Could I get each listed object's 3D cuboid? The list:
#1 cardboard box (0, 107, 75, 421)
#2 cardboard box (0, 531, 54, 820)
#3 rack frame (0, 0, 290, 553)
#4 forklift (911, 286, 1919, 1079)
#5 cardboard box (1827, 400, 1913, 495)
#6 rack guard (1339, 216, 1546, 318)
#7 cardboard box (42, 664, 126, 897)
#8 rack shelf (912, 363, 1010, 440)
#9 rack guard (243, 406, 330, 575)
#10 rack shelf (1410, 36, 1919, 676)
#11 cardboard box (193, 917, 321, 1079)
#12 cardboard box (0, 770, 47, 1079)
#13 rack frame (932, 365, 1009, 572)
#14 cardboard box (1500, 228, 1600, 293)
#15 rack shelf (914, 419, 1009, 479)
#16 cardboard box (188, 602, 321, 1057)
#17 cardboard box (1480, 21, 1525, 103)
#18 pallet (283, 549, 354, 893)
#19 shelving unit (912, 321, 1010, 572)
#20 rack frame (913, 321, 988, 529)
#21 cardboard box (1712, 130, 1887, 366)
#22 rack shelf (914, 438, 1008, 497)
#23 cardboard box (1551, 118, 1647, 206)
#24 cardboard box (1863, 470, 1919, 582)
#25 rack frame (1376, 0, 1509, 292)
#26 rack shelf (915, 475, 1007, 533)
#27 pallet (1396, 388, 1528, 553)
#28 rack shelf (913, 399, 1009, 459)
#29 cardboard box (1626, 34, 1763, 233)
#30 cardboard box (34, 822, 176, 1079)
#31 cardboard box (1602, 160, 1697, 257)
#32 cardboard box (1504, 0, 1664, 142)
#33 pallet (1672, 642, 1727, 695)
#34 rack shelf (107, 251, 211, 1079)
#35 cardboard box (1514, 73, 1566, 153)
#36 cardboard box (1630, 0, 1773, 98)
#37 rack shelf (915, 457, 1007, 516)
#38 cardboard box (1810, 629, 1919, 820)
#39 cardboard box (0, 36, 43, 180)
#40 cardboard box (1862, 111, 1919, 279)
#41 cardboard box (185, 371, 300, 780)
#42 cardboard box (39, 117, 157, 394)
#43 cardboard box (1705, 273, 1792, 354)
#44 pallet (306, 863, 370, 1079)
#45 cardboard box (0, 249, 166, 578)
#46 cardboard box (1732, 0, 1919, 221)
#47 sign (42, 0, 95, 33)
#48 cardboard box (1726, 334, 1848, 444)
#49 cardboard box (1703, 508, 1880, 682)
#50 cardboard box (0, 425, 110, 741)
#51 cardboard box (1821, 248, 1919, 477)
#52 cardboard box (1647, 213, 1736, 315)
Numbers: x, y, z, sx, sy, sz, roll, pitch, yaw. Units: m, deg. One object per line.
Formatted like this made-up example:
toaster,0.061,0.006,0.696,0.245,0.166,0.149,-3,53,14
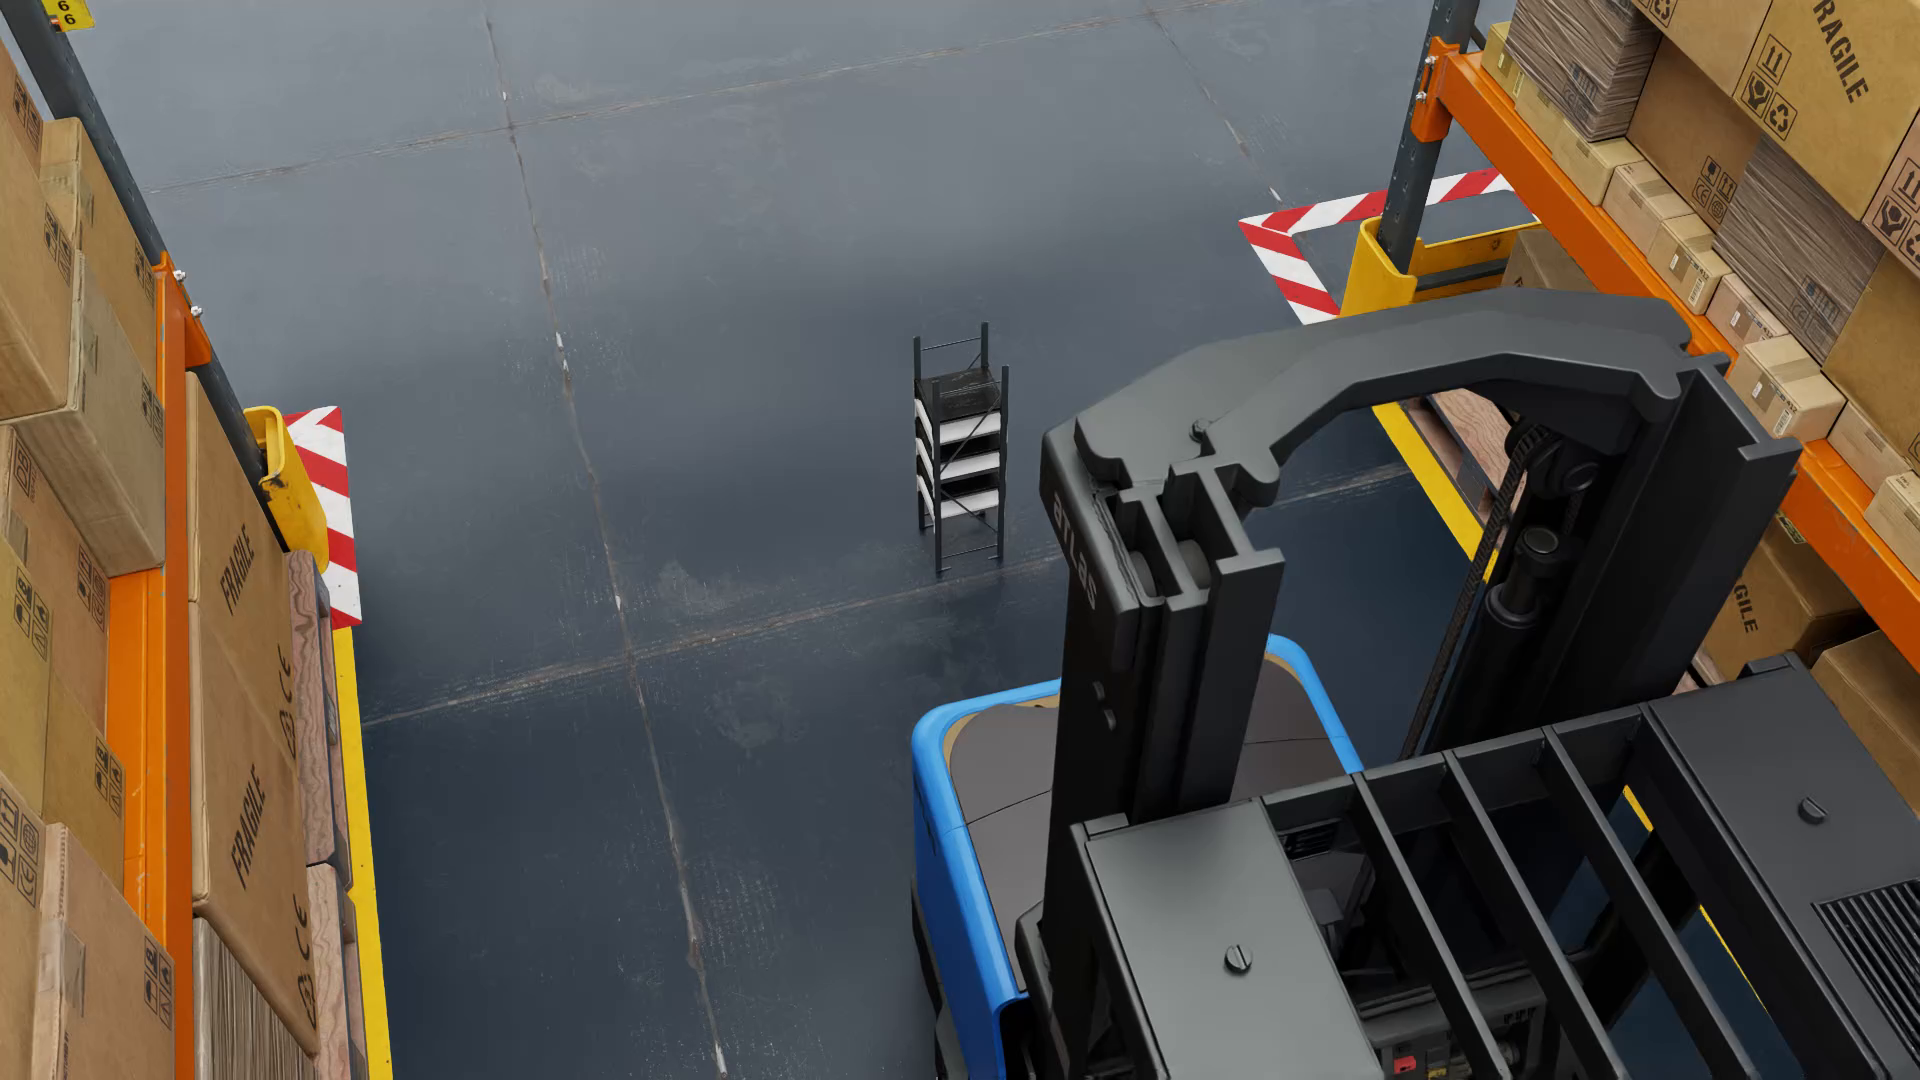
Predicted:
cardboard box,-2.417,-0.559,3.455,0.875,0.550,0.550,-13,51,-11
cardboard box,-2.101,0.239,2.782,0.875,0.550,0.500,-13,51,-11
rack frame,-2.741,-0.823,4.482,1.000,3.000,0.127,-13,51,-11
forklift,0.745,1.153,2.861,1.130,2.935,3.031,-12,51,-10
cardboard box,2.435,-0.257,4.169,0.380,0.149,0.250,-13,51,-11
rack guard,2.050,-1.009,6.274,1.175,0.500,0.348,-13,51,-11
cardboard box,-2.163,0.602,3.183,0.875,0.550,0.500,-13,51,-11
rack shelf,0.002,-0.437,5.220,0.258,0.077,0.200,-13,51,-11
rack guard,-2.748,-0.035,5.452,1.175,0.500,0.348,-13,51,-11
rack shelf,2.619,-0.178,4.409,1.077,0.370,4.000,-13,51,-11
cardboard box,-1.947,1.515,3.626,0.875,0.875,0.875,-13,51,-11
cardboard box,-1.936,0.624,2.458,0.875,0.550,0.550,-13,51,-11
rack frame,0.032,-0.210,5.338,0.240,0.900,0.006,-13,51,-11
cardboard box,2.196,-0.740,5.772,0.500,0.500,0.500,-5,50,-4
rack shelf,0.002,-0.321,5.358,0.258,0.077,0.200,-13,51,-11
cardboard box,-2.215,0.849,4.187,0.875,0.875,0.875,-14,51,-12
cardboard box,1.884,-1.527,5.240,0.380,0.149,0.250,-13,51,-11
pallet,-2.430,0.642,5.071,1.003,0.211,1.213,-13,51,-11
shelving unit,0.002,-0.284,5.401,0.258,0.900,0.210,-13,51,-11
rack frame,-0.028,-0.358,5.464,0.240,0.900,0.006,-13,51,-11
cardboard box,2.533,-0.878,4.268,0.875,0.500,0.500,-13,51,-11
rack shelf,0.002,-0.263,5.426,0.258,0.077,0.200,-13,51,-11
cardboard box,1.999,-1.154,4.926,0.380,0.149,0.250,-13,51,-11
cardboard box,2.436,-0.057,4.001,0.380,0.149,0.250,-13,51,-11
rack frame,2.027,-1.870,5.365,1.000,3.000,0.127,-13,51,-11
rack shelf,0.002,-0.147,5.564,0.258,0.077,0.200,-13,51,-11
pallet,2.256,-0.315,5.877,1.003,0.211,1.213,-13,51,-11
rack shelf,0.002,-0.379,5.289,0.258,0.077,0.200,-13,51,-11
cardboard box,2.426,-1.253,4.584,0.875,0.500,0.500,-13,51,-11
cardboard box,-1.910,0.966,2.876,0.875,0.550,0.550,-13,51,-11
cardboard box,2.093,-0.977,4.776,0.380,0.149,0.250,-13,51,-11
cardboard box,2.163,-1.591,4.869,0.875,0.500,0.500,-13,51,-11
pallet,2.613,0.575,5.127,1.003,0.211,1.213,-13,51,-11
rack shelf,-2.150,0.870,3.525,1.077,0.370,4.000,-13,51,-11
cardboard box,1.939,-1.340,5.082,0.380,0.149,0.250,-13,51,-11
cardboard box,2.071,-1.491,4.131,0.500,0.500,0.500,-13,51,-11
rack shelf,0.002,-0.205,5.495,0.258,0.077,0.200,-13,51,-11
cardboard box,2.695,0.568,4.670,0.500,0.500,0.500,-17,52,-14
cardboard box,-2.668,-0.939,3.776,0.875,0.550,0.550,-13,51,-11
cardboard box,2.373,-0.762,3.517,0.500,0.500,0.500,-13,51,-11
cardboard box,-2.477,0.207,4.729,0.875,0.875,0.875,-13,51,-11
cardboard box,-2.588,-0.610,4.205,0.875,0.550,0.550,-13,51,-11
cardboard box,2.260,-0.616,4.472,0.380,0.149,0.250,-13,51,-11
pallet,-2.073,1.532,4.321,1.003,0.211,1.213,-13,51,-11
cardboard box,-2.404,-0.214,3.870,0.875,0.550,0.550,-13,51,-11
cardboard box,2.220,-1.126,3.823,0.500,0.500,0.500,-13,51,-11
sign,-2.219,-1.385,4.043,0.100,0.325,0.005,-13,51,-11
cardboard box,2.235,-0.410,4.298,0.380,0.149,0.250,-13,51,-11
cardboard box,2.572,0.150,5.022,0.500,0.500,0.500,-9,50,-8
cardboard box,-2.359,0.224,3.501,0.875,0.550,0.550,-13,51,-11
cardboard box,2.669,-0.510,3.958,0.875,0.500,0.500,-13,51,-11
cardboard box,2.160,-0.792,4.620,0.380,0.149,0.250,-13,51,-11
